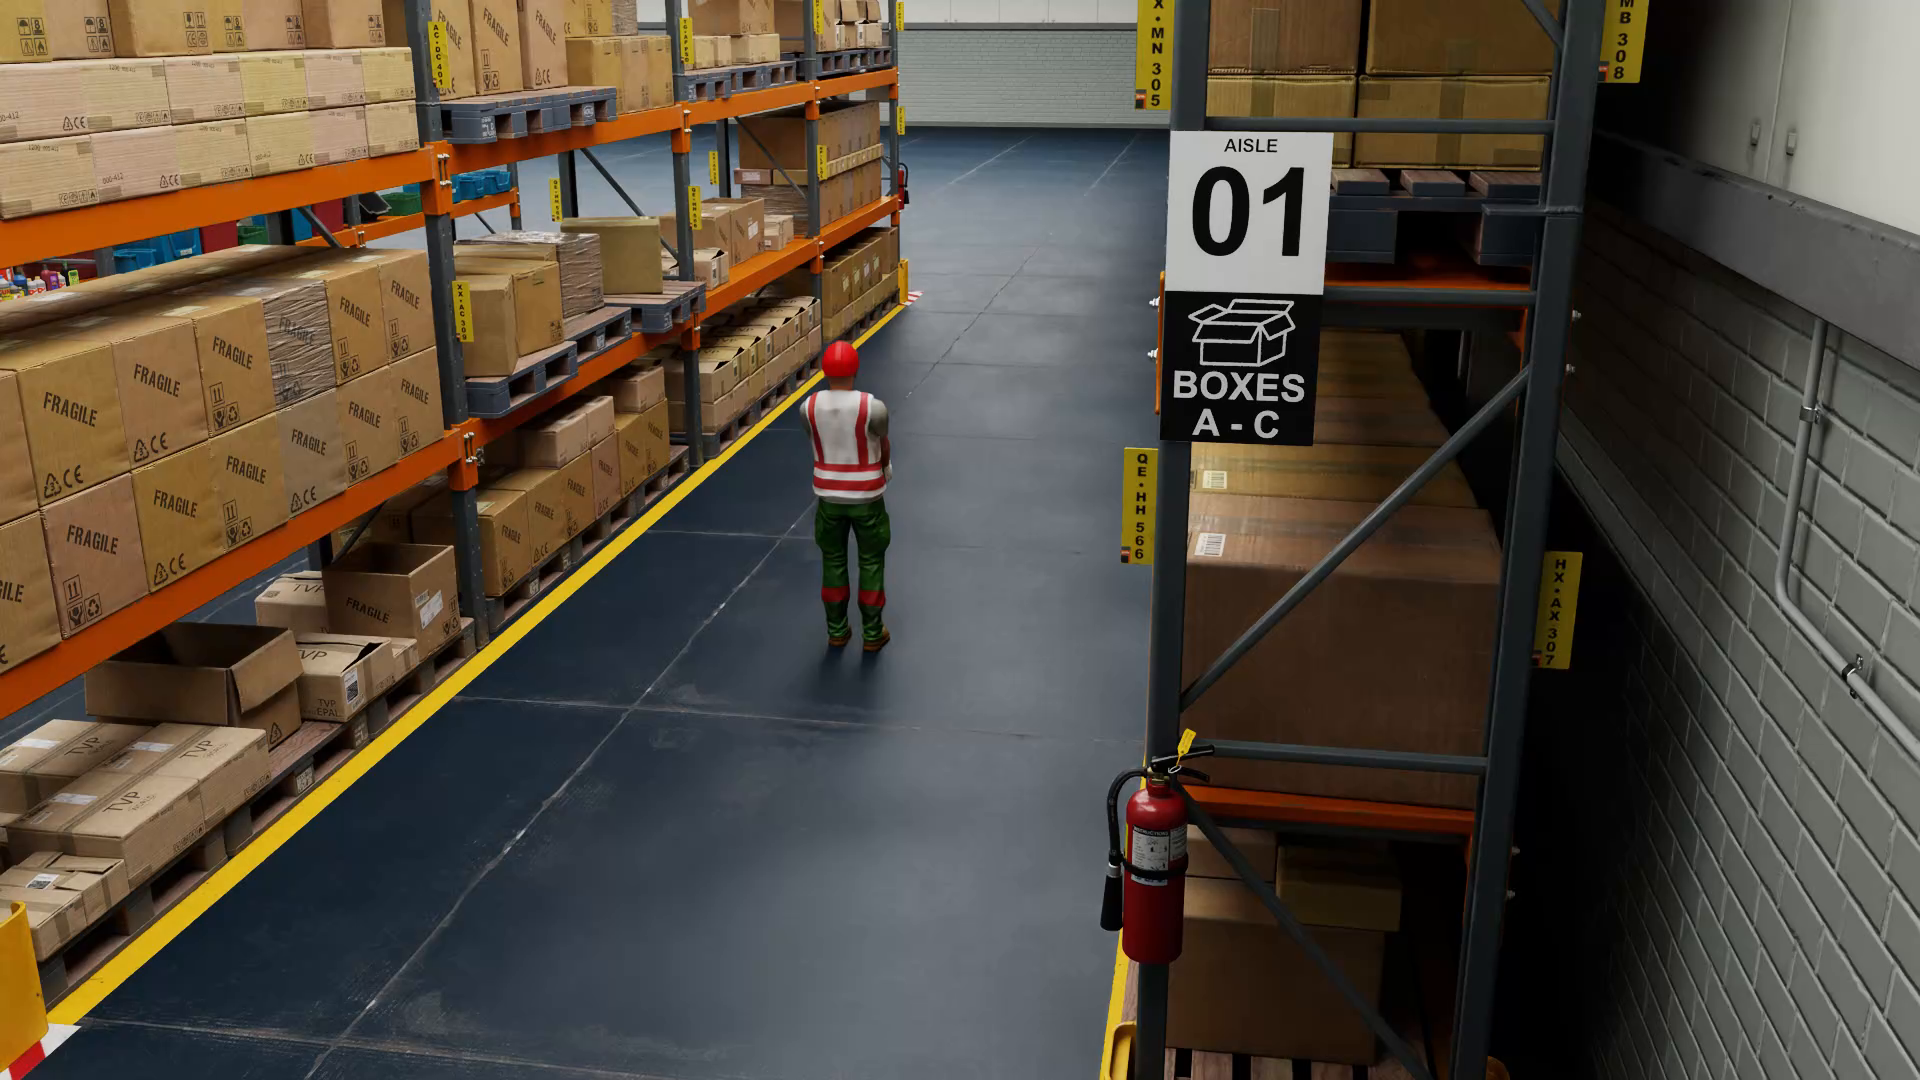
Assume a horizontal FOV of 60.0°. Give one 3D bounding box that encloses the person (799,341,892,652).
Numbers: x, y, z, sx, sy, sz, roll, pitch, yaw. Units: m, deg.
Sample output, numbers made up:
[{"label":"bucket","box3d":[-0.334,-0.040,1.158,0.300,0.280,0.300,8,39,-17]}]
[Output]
[{"label":"person","box3d":[-0.612,-0.272,9.378,0.493,1.782,0.564,3,18,9]}]
